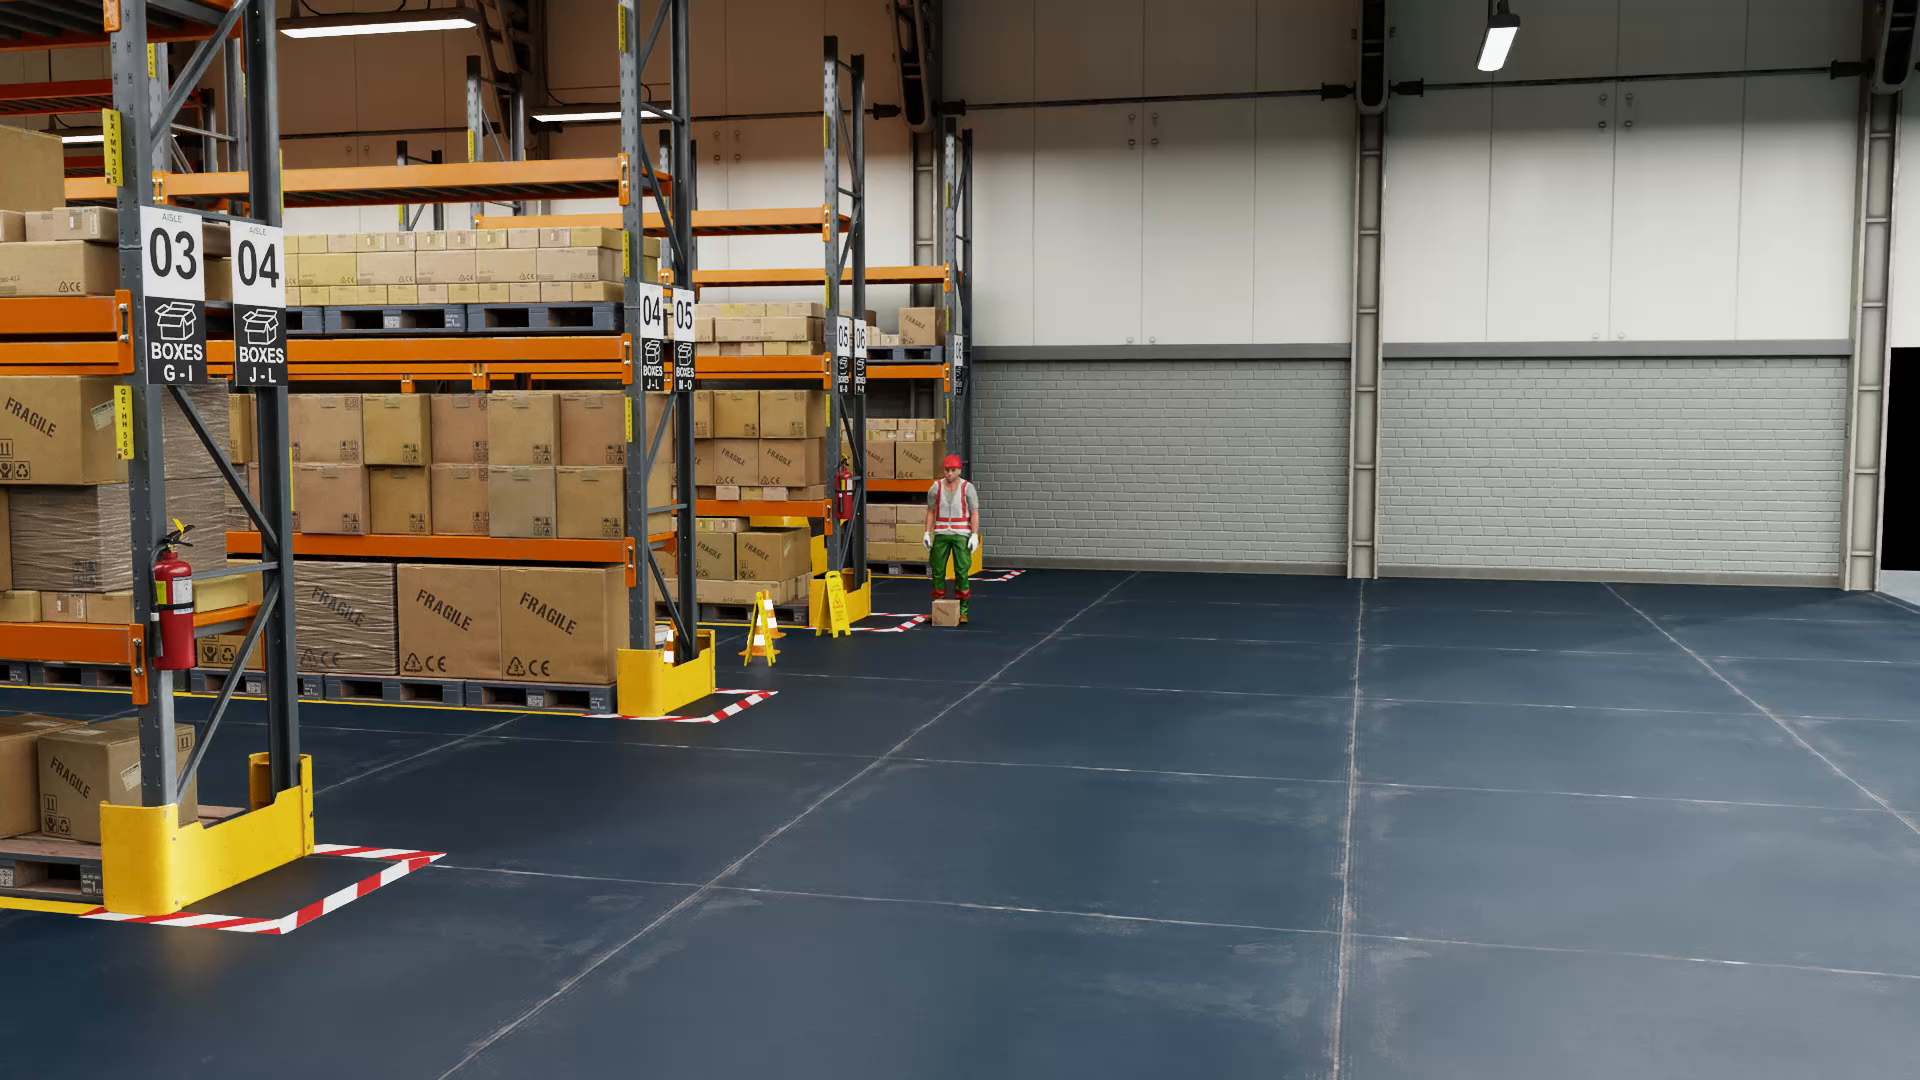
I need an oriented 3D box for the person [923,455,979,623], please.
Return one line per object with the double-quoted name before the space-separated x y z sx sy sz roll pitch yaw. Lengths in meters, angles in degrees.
"person" -0.097 -0.016 17.567 0.604 1.778 0.450 1 5 12
